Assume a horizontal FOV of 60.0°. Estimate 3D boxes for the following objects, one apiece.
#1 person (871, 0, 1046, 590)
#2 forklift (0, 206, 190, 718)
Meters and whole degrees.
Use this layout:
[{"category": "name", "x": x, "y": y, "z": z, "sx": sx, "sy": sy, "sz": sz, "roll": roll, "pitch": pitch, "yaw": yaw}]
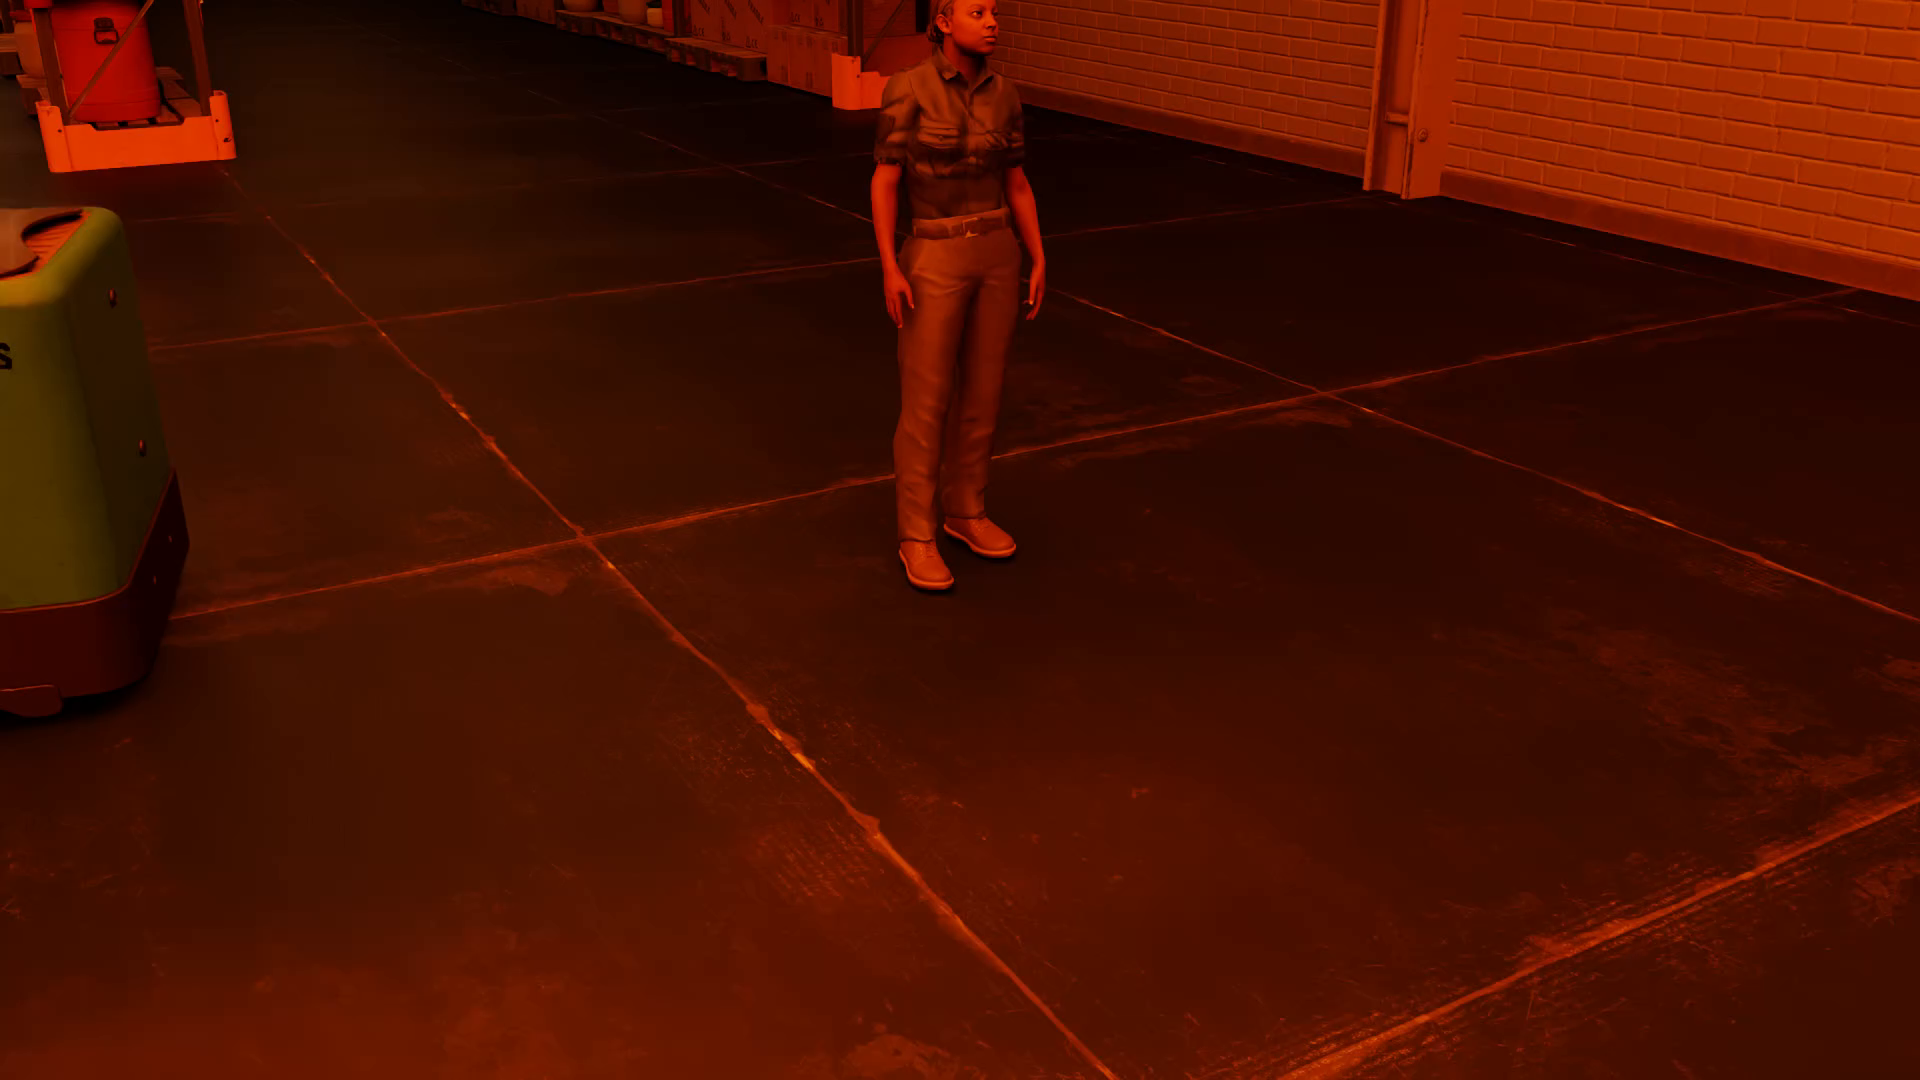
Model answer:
[{"category": "person", "x": 0.027, "y": -0.739, "z": 4.739, "sx": 0.569, "sy": 1.654, "sz": 0.504, "roll": -12, "pitch": 25, "yaw": -28}, {"category": "forklift", "x": -3.596, "y": -0.951, "z": 3.590, "sx": 3.031, "sy": 2.935, "sz": 1.130, "roll": -7, "pitch": 23, "yaw": -16}]
